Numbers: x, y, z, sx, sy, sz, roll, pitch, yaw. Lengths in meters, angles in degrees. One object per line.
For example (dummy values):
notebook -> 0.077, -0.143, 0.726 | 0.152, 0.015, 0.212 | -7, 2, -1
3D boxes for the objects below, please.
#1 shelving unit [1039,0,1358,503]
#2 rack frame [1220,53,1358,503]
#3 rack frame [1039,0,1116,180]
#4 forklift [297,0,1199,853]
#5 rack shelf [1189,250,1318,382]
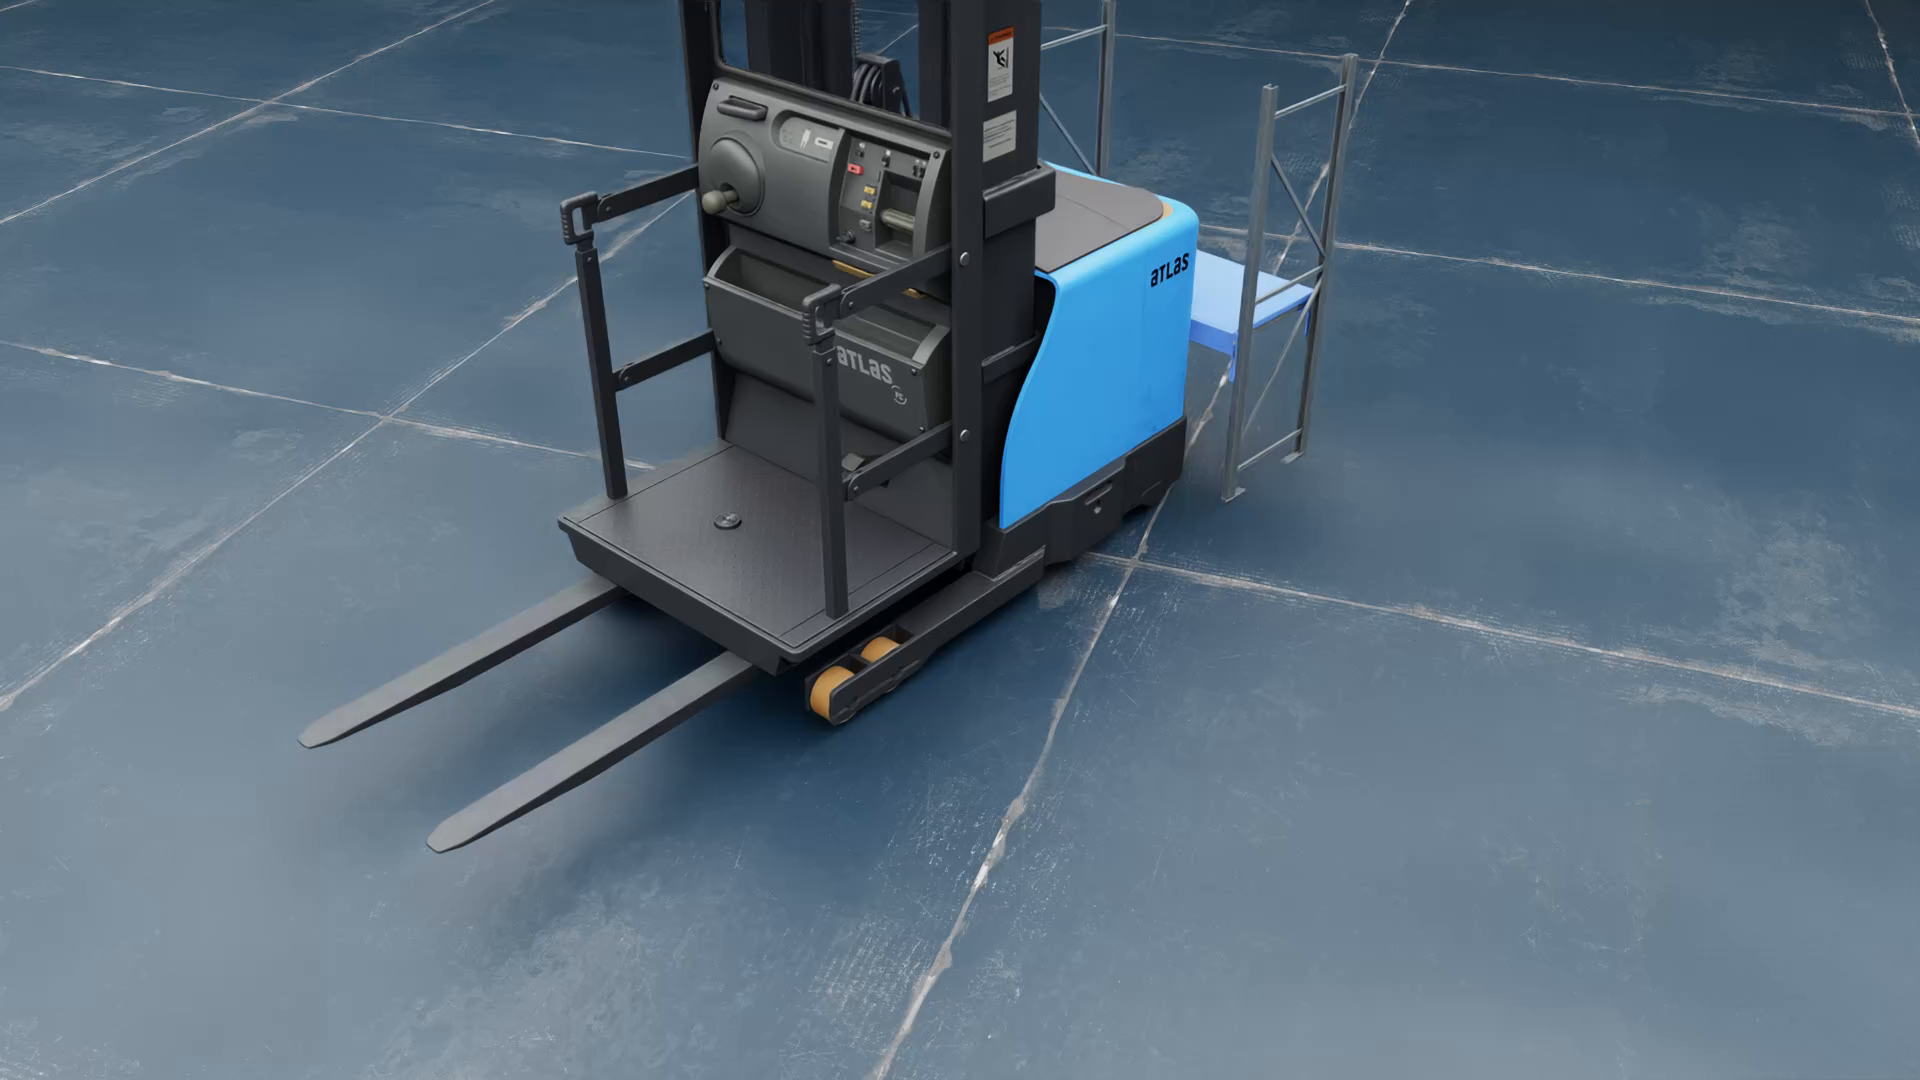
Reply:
shelving unit -> 0.752, -1.057, 6.003 | 1.048, 1.500, 0.538 | 27, 42, 35
rack frame -> 1.120, -0.867, 5.708 | 0.032, 1.500, 0.500 | 27, 42, 35
rack frame -> 0.384, -1.247, 6.298 | 0.032, 1.500, 0.500 | 27, 42, 35
forklift -> -0.547, -1.002, 4.599 | 1.130, 2.935, 3.031 | 26, 41, 34
rack shelf -> 0.752, -0.906, 6.101 | 1.000, 0.185, 0.538 | 27, 42, 35
